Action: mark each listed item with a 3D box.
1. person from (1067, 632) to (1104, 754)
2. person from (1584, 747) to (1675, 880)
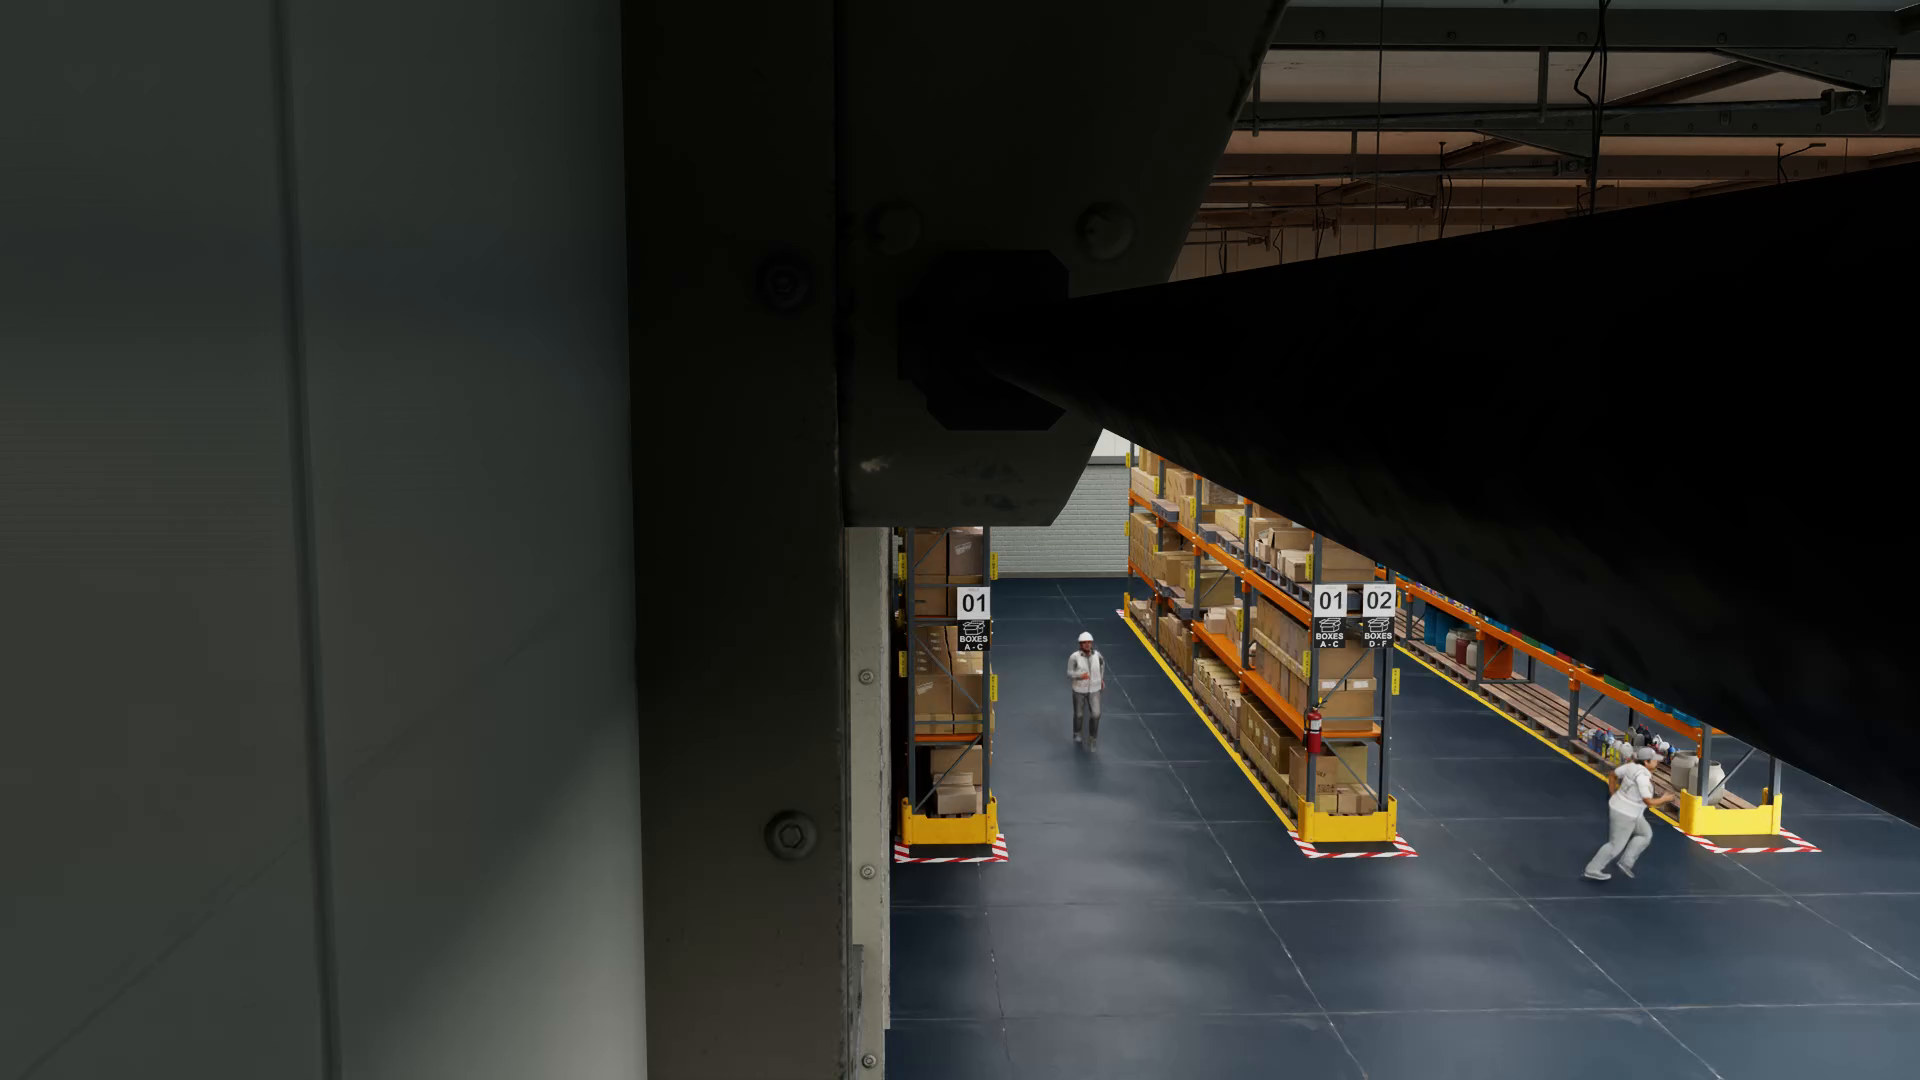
[{"bbox_3d":[1.893,2.277,24.894,0.633,1.825,0.829,-1,7,-8],"label":"person"},{"bbox_3d":[7.626,3.134,18.943,0.929,1.609,0.604,2,8,13],"label":"person"}]
